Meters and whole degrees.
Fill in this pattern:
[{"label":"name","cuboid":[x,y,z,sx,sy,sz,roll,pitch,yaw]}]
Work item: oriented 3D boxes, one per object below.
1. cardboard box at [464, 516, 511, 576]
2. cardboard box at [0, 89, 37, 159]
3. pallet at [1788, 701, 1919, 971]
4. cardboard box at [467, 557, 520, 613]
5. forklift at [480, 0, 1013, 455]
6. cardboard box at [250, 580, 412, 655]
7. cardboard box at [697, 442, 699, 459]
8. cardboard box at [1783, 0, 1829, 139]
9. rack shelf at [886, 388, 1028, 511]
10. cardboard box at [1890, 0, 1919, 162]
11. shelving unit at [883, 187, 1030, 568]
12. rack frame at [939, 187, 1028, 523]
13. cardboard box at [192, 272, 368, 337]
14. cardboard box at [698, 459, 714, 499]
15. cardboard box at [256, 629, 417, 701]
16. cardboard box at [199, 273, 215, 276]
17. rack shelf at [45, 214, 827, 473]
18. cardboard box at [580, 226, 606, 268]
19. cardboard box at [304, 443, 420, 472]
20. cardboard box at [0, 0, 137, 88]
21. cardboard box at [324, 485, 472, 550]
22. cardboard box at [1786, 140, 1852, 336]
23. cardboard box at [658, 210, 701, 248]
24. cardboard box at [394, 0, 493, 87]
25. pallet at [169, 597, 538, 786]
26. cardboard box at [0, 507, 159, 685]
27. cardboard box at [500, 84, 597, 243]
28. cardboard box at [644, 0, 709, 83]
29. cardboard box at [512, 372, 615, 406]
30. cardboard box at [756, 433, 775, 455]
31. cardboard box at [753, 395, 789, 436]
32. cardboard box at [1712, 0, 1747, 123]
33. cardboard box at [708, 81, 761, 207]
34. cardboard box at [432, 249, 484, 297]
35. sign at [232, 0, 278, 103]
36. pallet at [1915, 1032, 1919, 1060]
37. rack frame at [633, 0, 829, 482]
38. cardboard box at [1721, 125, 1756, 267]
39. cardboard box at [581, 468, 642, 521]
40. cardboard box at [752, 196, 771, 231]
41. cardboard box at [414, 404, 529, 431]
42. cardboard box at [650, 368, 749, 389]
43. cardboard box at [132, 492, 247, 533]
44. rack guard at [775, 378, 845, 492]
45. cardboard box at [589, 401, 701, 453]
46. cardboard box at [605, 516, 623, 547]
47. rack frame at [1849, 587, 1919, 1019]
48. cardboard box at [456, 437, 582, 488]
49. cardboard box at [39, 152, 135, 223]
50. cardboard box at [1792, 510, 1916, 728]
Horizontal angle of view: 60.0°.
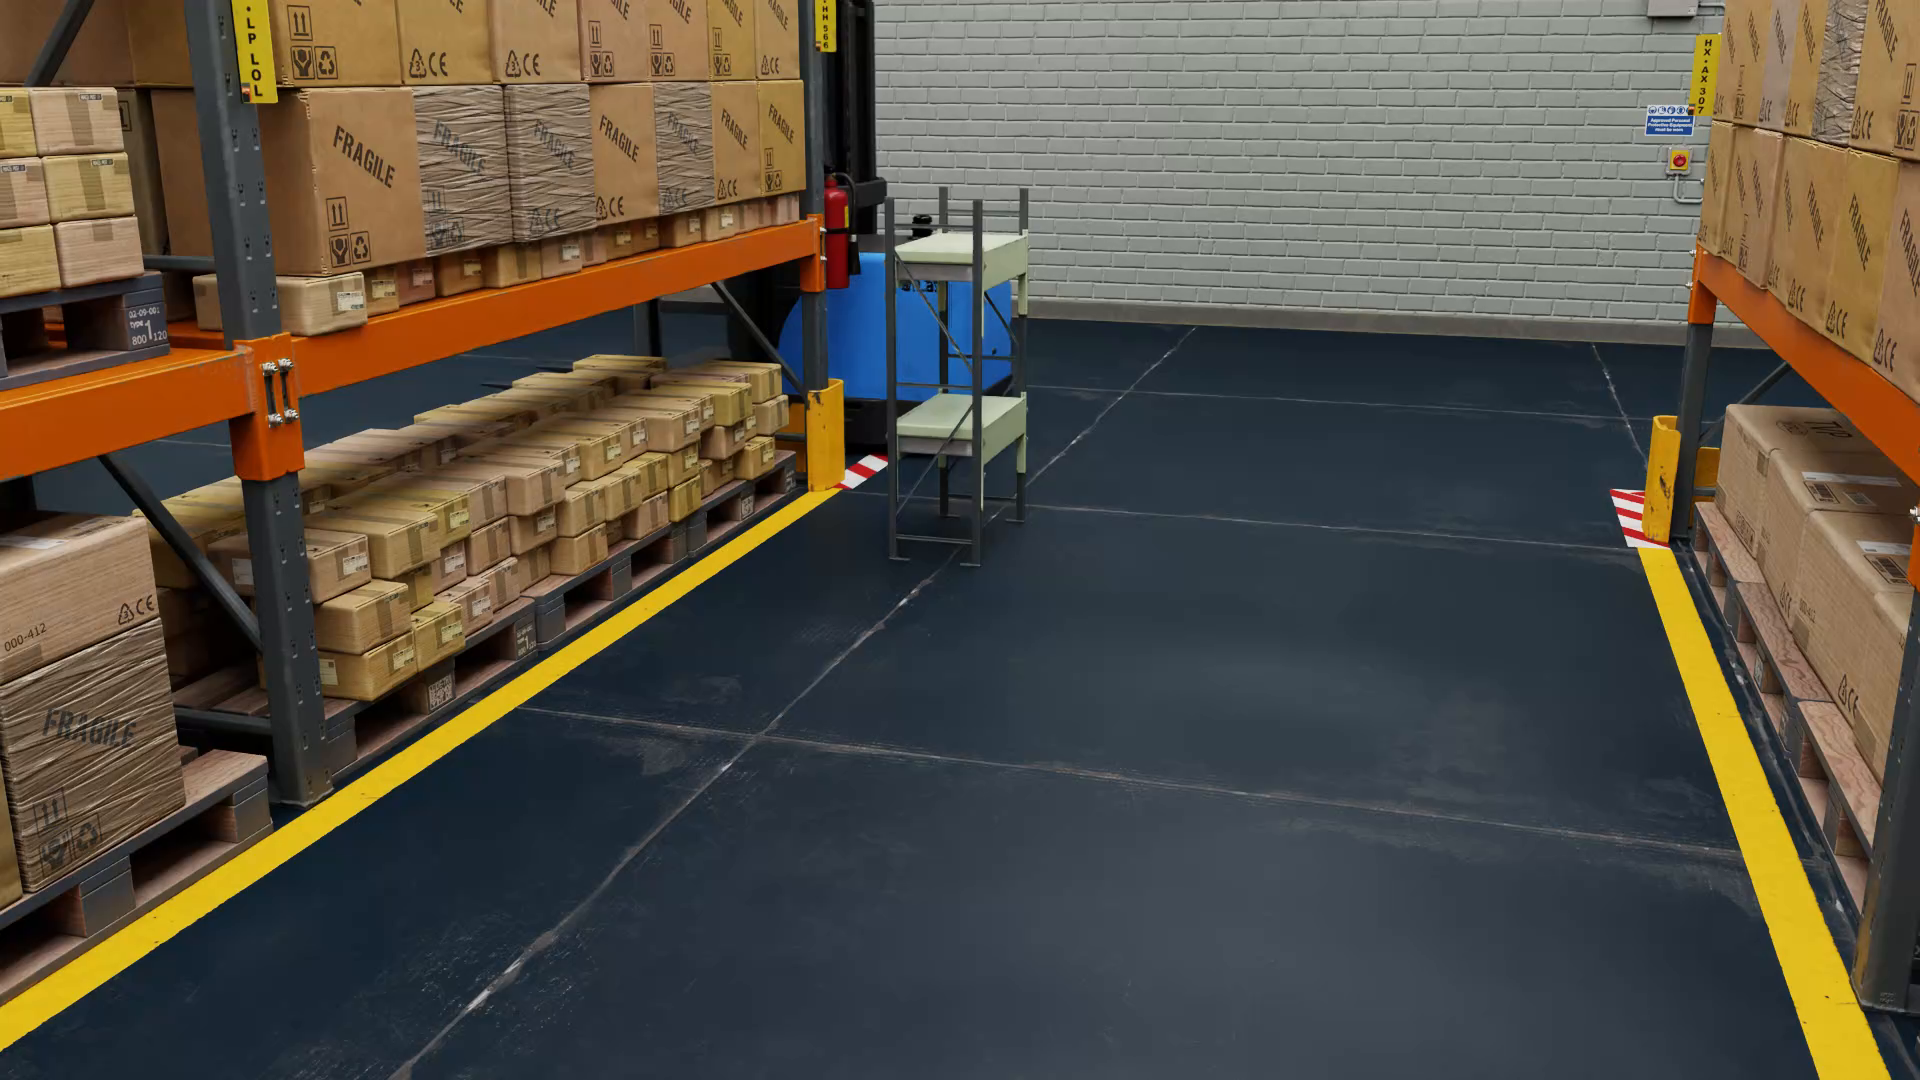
[{"label":"cardboard box","cuboid":[-1.780,0.007,5.718,0.380,0.149,0.250,4,16,13]},{"label":"cardboard box","cuboid":[-2.293,-0.916,3.664,0.380,0.149,0.250,4,16,14]},{"label":"pallet","cuboid":[2.775,0.767,4.240,1.003,0.211,1.213,5,16,16]},{"label":"cardboard box","cuboid":[-1.758,0.151,5.756,0.380,0.149,0.250,4,16,15]},{"label":"forklift","cuboid":[-1.270,-2.075,9.273,3.031,2.935,1.130,5,17,16]},{"label":"cardboard box","cuboid":[-1.880,0.217,4.978,0.380,0.149,0.250,5,17,18]},{"label":"cardboard box","cuboid":[-1.351,-0.401,7.156,0.380,0.149,0.250,4,16,15]},{"label":"cardboard box","cuboid":[2.792,-1.453,4.938,0.500,0.500,0.500,5,17,16]},{"label":"rack shelf","cuboid":[-0.002,-0.406,7.208,0.431,0.370,0.720,5,16,16]},{"label":"cardboard box","cuboid":[2.354,-1.056,3.540,0.500,0.500,0.500,4,16,15]},{"label":"shelving unit","cuboid":[-0.002,-0.720,7.119,0.431,1.500,0.755,5,16,16]},{"label":"rack frame","cuboid":[0.102,-0.816,7.456,0.400,1.500,0.023,5,16,16]},{"label":"cardboard box","cuboid":[-1.896,-0.667,4.646,0.380,0.149,0.250,5,17,18]},{"label":"cardboard box","cuboid":[-1.295,-0.259,7.202,0.380,0.149,0.250,5,17,16]},{"label":"cardboard box","cuboid":[-1.879,0.360,5.019,0.380,0.149,0.250,4,16,13]},{"label":"cardboard box","cuboid":[-2.465,-0.787,5.069,0.380,0.149,0.250,4,16,14]},{"label":"rack shelf","cuboid":[-1.722,-0.917,6.383,1.077,0.370,4.000,5,16,16]},{"label":"cardboard box","cuboid":[-1.537,-1.089,6.134,0.380,0.149,0.250,5,17,18]},{"label":"cardboard box","cuboid":[-2.203,-0.245,6.061,0.380,0.149,0.250,4,16,13]},{"label":"cardboard box","cuboid":[-2.416,-1.556,4.756,0.500,0.500,0.500,4,16,14]},{"label":"cardboard box","cuboid":[-1.834,-0.068,5.436,0.380,0.149,0.250,4,16,15]},{"label":"cardboard box","cuboid":[2.641,-0.839,4.607,0.500,0.500,0.500,4,16,15]},{"label":"cardboard box","cuboid":[-1.292,-1.294,6.854,0.380,0.149,0.250,4,16,13]},{"label":"cardboard box","cuboid":[-1.796,-1.648,5.081,0.500,0.500,0.500,4,16,14]},{"label":"pallet","cuboid":[-2.133,0.424,5.449,1.003,0.211,1.213,5,16,16]},{"label":"cardboard box","cuboid":[-2.260,0.115,3.865,0.500,0.250,0.500,4,16,14]},{"label":"cardboard box","cuboid":[-1.597,-1.300,5.686,0.500,0.500,0.500,4,16,15]},{"label":"cardboard box","cuboid":[-1.328,-2.050,6.499,0.500,0.500,0.500,6,17,19]},{"label":"cardboard box","cuboid":[-1.786,-0.655,7.505,0.380,0.149,0.250,5,16,16]},{"label":"cardboard box","cuboid":[-1.103,-0.463,7.918,0.380,0.149,0.250,5,17,17]},{"label":"cardboard box","cuboid":[-1.030,-0.599,7.855,0.380,0.149,0.250,4,16,14]},{"label":"cardboard box","cuboid":[3.212,-1.854,6.354,0.500,0.500,0.500,4,16,15]},{"label":"cardboard box","cuboid":[-1.186,-1.705,7.116,0.500,0.500,0.500,4,16,15]},{"label":"cardboard box","cuboid":[-1.786,-0.885,5.414,0.380,0.149,0.250,4,16,13]},{"label":"sign","cuboid":[-1.757,-1.254,4.133,0.100,0.325,0.005,5,16,16]},{"label":"pallet","cuboid":[2.337,1.167,2.828,1.003,0.211,1.213,5,16,16]},{"label":"rack frame","cuboid":[-1.154,-1.786,8.129,1.000,3.000,0.127,5,16,16]},{"label":"cardboard box","cuboid":[3.092,-1.239,6.017,0.500,0.500,0.500,4,16,15]},{"label":"cardboard box","cuboid":[-1.453,-0.187,6.402,0.380,0.149,0.250,5,17,16]},{"label":"cardboard box","cuboid":[-1.082,-1.496,7.566,0.380,0.149,0.250,5,16,16]},{"label":"cardboard box","cuboid":[-1.983,-0.446,6.770,0.380,0.149,0.250,5,17,17]},{"label":"cardboard box","cuboid":[-1.188,-0.683,7.606,0.380,0.149,0.250,5,17,17]},{"label":"cardboard box","cuboid":[-2.404,-0.039,5.336,0.380,0.149,0.250,5,17,17]},{"label":"rack guard","cuboid":[-1.175,-0.564,8.400,1.175,0.500,0.348,5,16,16]},{"label":"cardboard box","cuboid":[-1.297,-0.468,6.848,0.380,0.149,0.250,5,17,18]},{"label":"cardboard box","cuboid":[-1.548,-0.058,6.490,0.380,0.149,0.250,5,17,17]},{"label":"rack frame","cuboid":[2.484,-0.382,3.180,1.000,3.000,0.127,5,16,16]},{"label":"cardboard box","cuboid":[-1.633,-0.276,6.169,0.380,0.149,0.250,4,16,14]},{"label":"cardboard box","cuboid":[-2.214,-0.844,3.955,0.380,0.149,0.250,5,17,18]},{"label":"cardboard box","cuboid":[3.020,0.258,4.848,0.875,0.438,0.875,4,16,14]}]
